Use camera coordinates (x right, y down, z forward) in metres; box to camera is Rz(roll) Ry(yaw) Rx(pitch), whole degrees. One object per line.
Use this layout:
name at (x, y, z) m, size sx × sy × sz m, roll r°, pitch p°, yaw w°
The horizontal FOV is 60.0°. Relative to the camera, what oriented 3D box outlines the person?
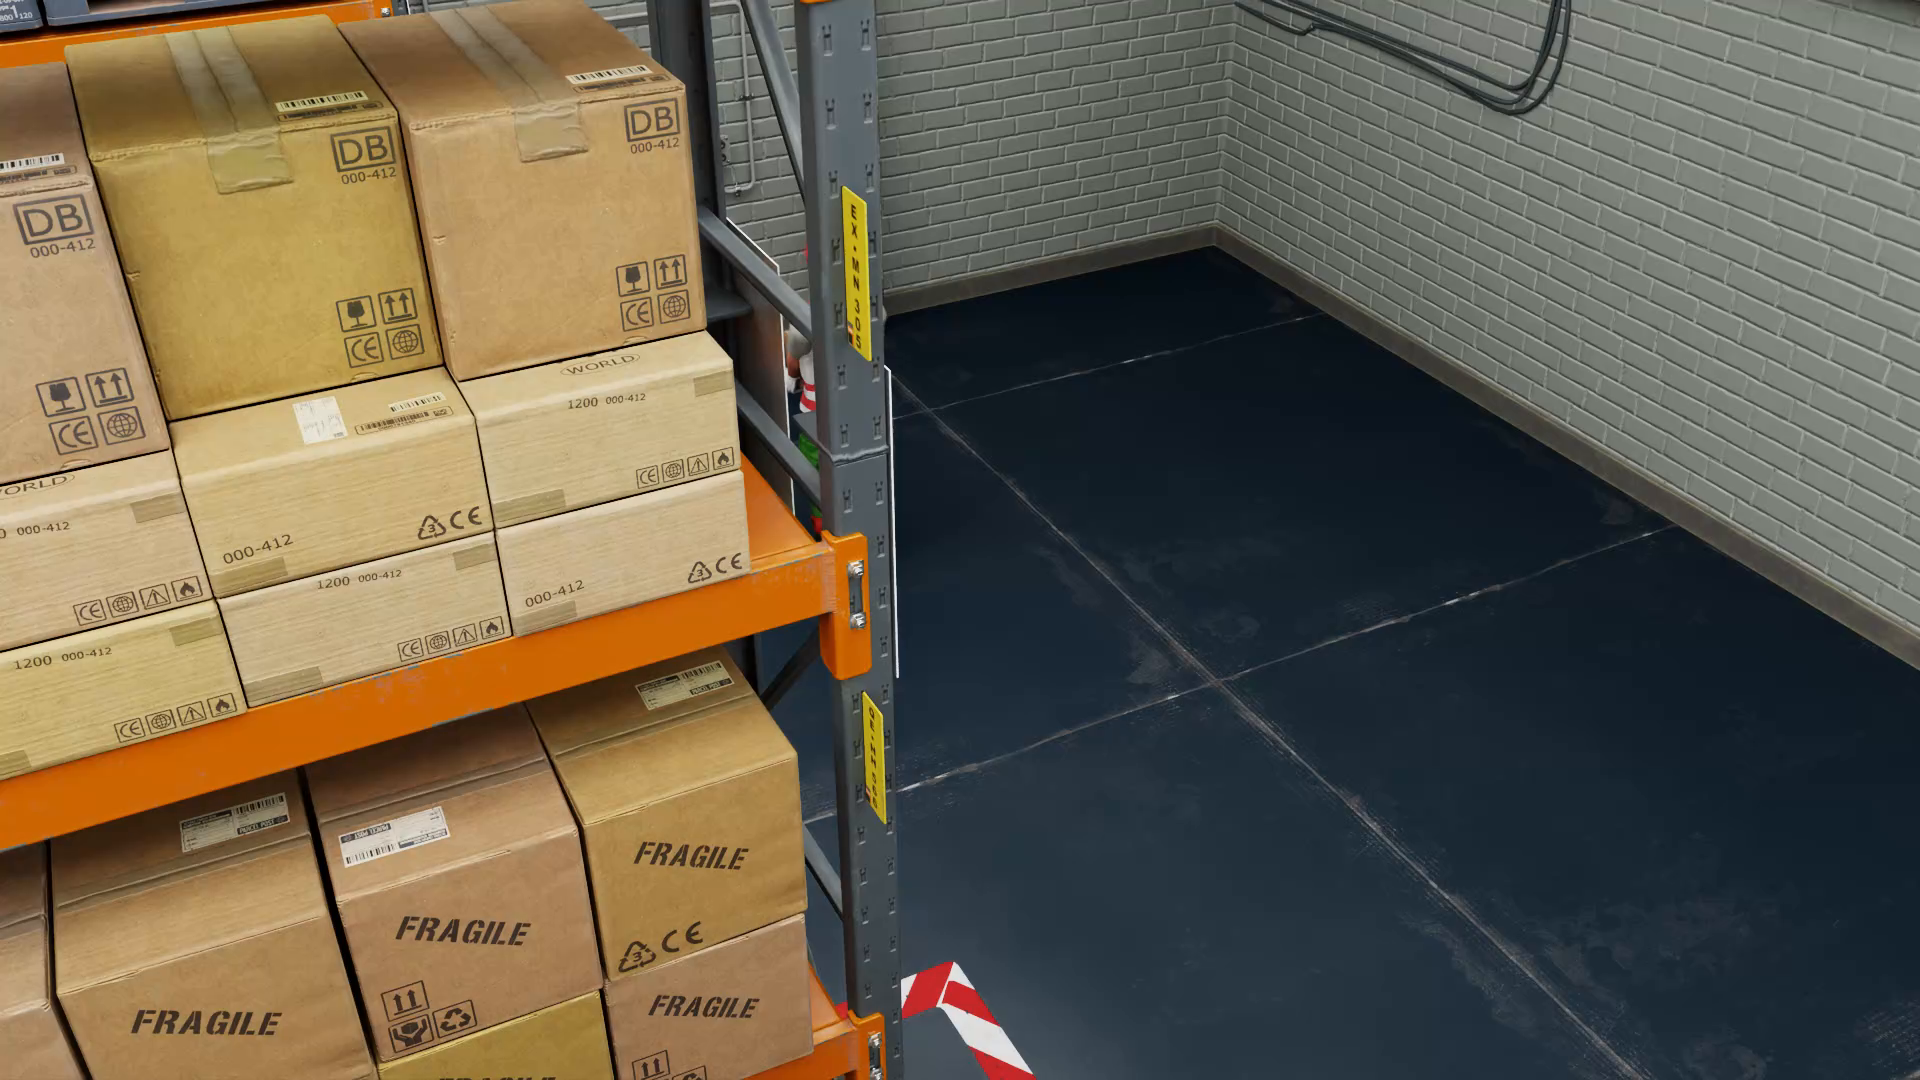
person at (-0.633, -0.673, 8.168) m, size 0.494 × 1.782 × 0.561 m, roll -15°, pitch 36°, yaw -22°
